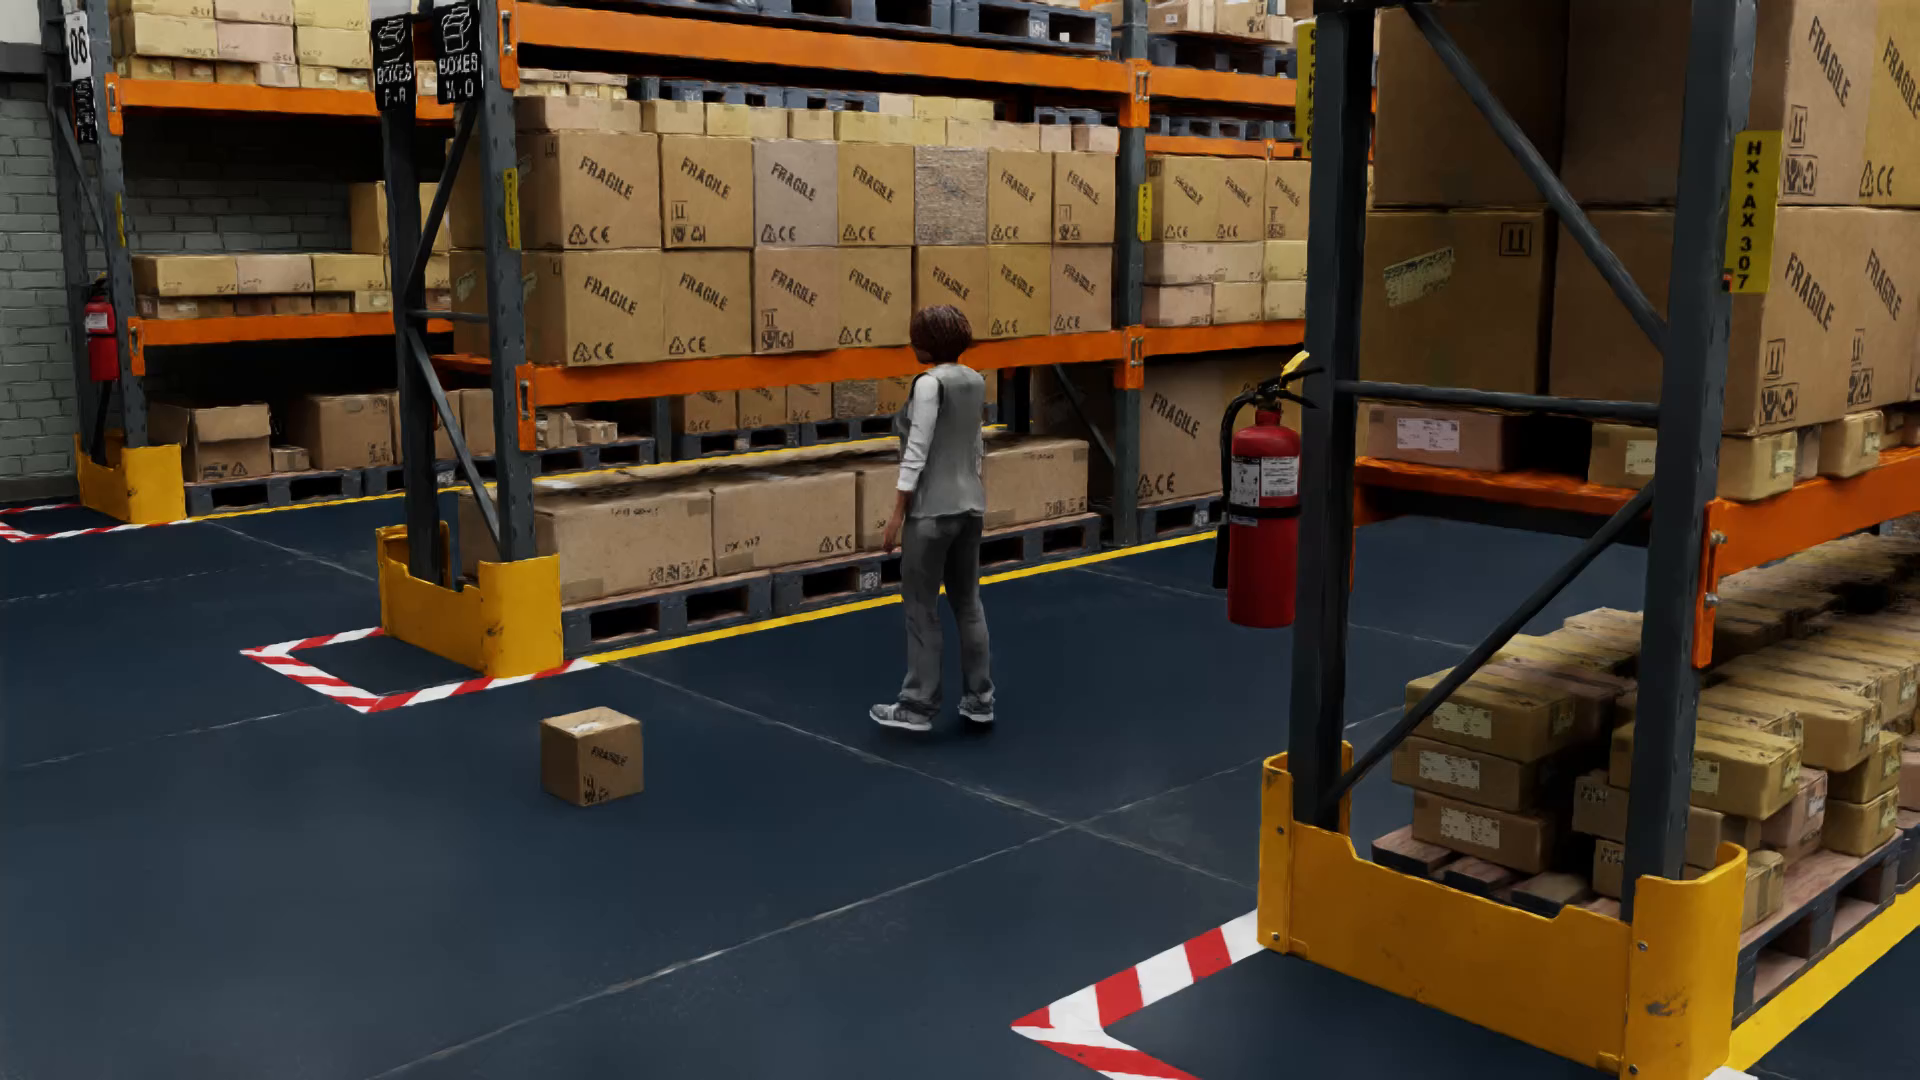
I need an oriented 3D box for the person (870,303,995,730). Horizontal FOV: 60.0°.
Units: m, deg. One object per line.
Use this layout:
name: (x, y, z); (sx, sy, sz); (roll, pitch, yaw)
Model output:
person: (-0.092, -0.029, 6.237); (0.406, 1.500, 0.506); (7, 13, 34)
